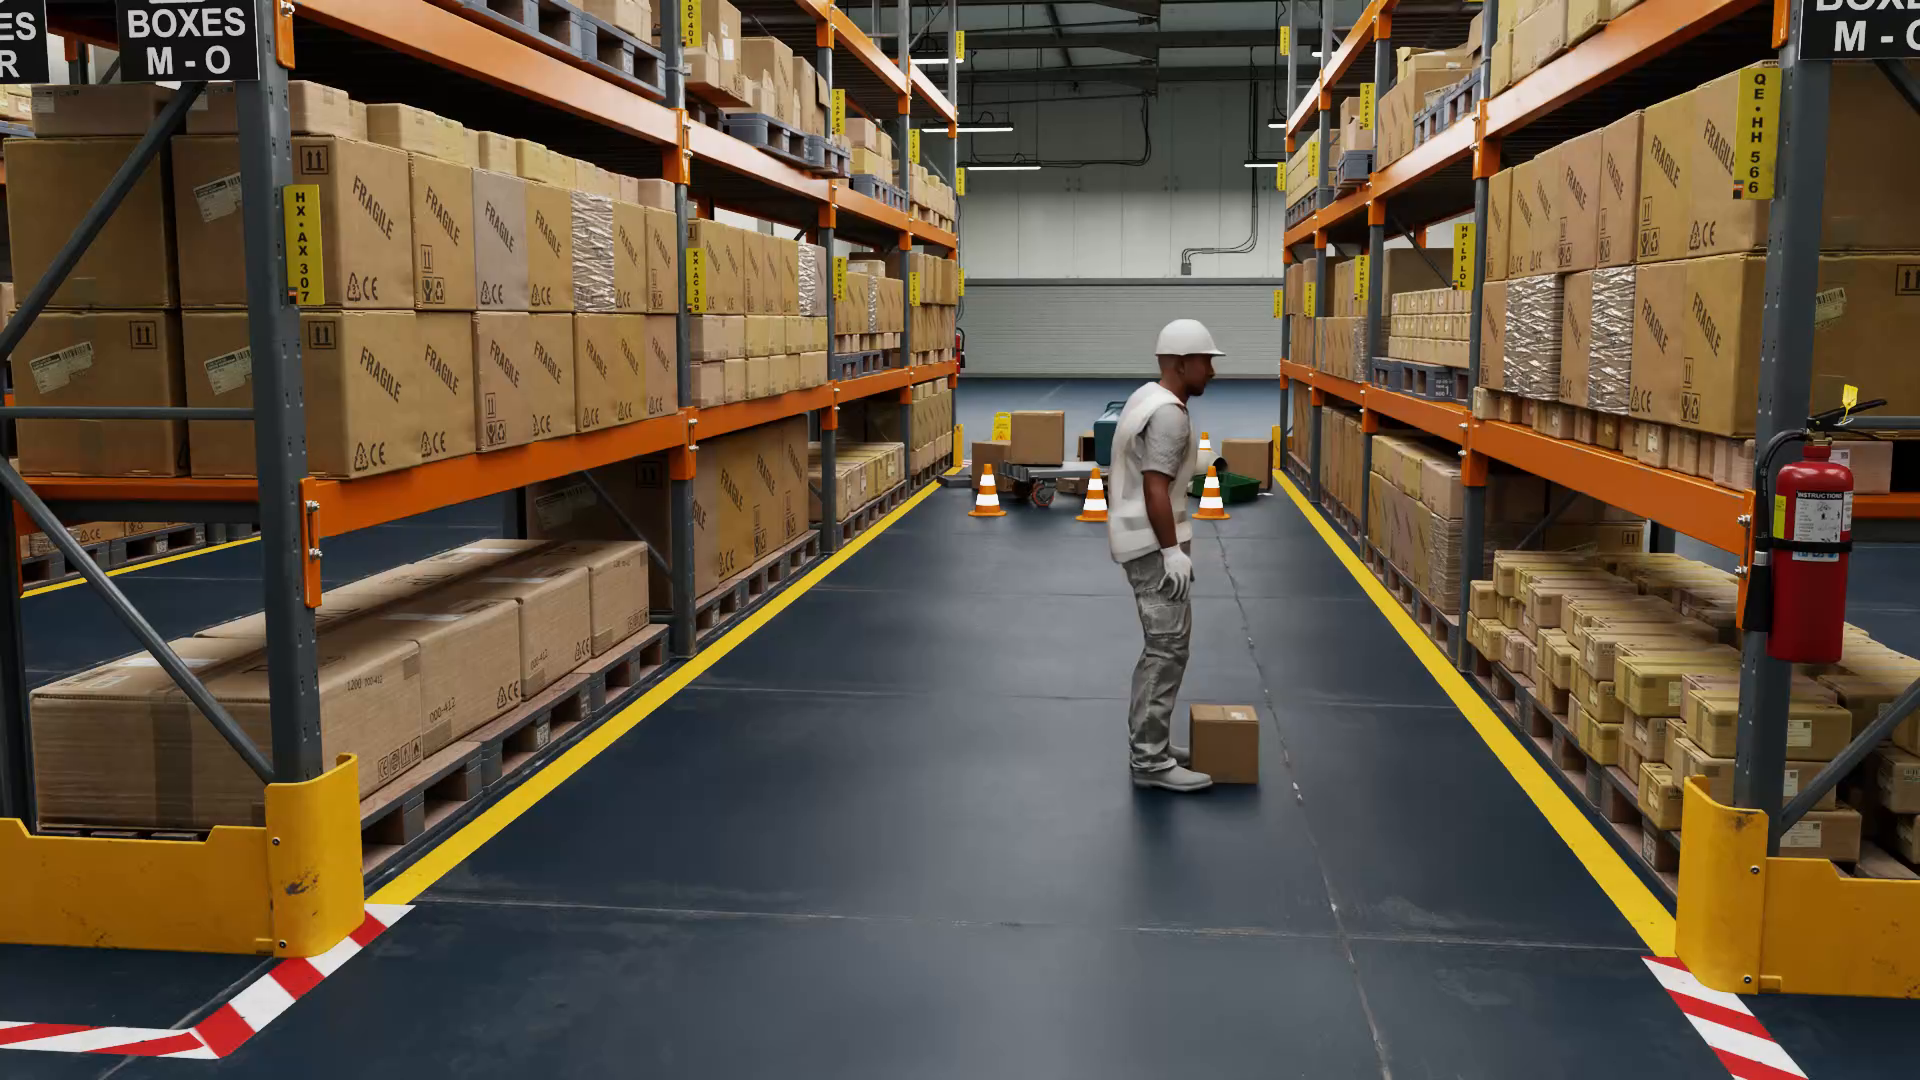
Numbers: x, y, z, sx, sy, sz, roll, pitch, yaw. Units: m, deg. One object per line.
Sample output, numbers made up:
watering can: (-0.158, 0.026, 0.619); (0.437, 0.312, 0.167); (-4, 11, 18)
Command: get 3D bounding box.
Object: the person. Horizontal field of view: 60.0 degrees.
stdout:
person: (0.793, 0.043, 6.426); (0.449, 1.772, 0.608); (1, 8, 4)
